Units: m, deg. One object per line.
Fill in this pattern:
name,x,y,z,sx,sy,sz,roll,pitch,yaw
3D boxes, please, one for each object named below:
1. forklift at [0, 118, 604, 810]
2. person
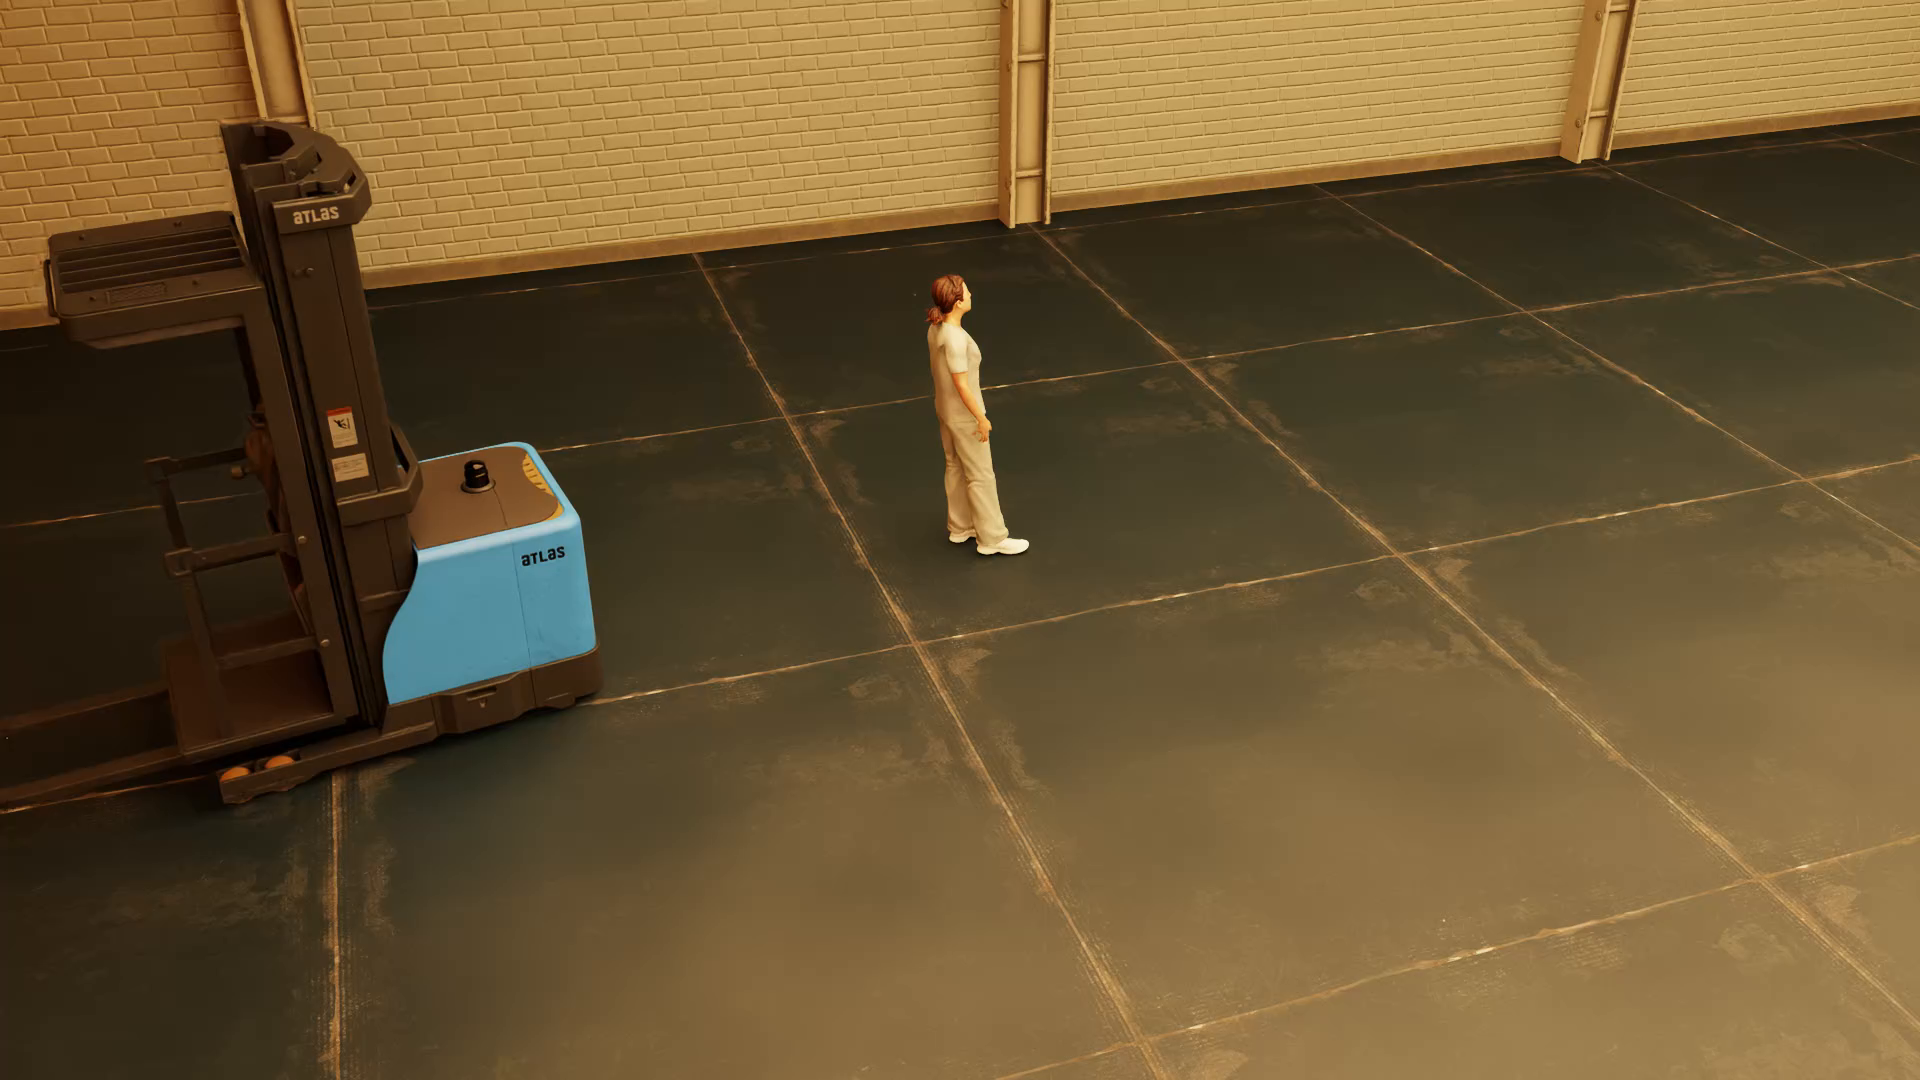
forklift,-3.390,-0.327,7.654,3.031,2.935,1.130,-15,33,-24
person,0.074,-0.738,9.613,0.549,1.675,0.549,-10,31,-16
